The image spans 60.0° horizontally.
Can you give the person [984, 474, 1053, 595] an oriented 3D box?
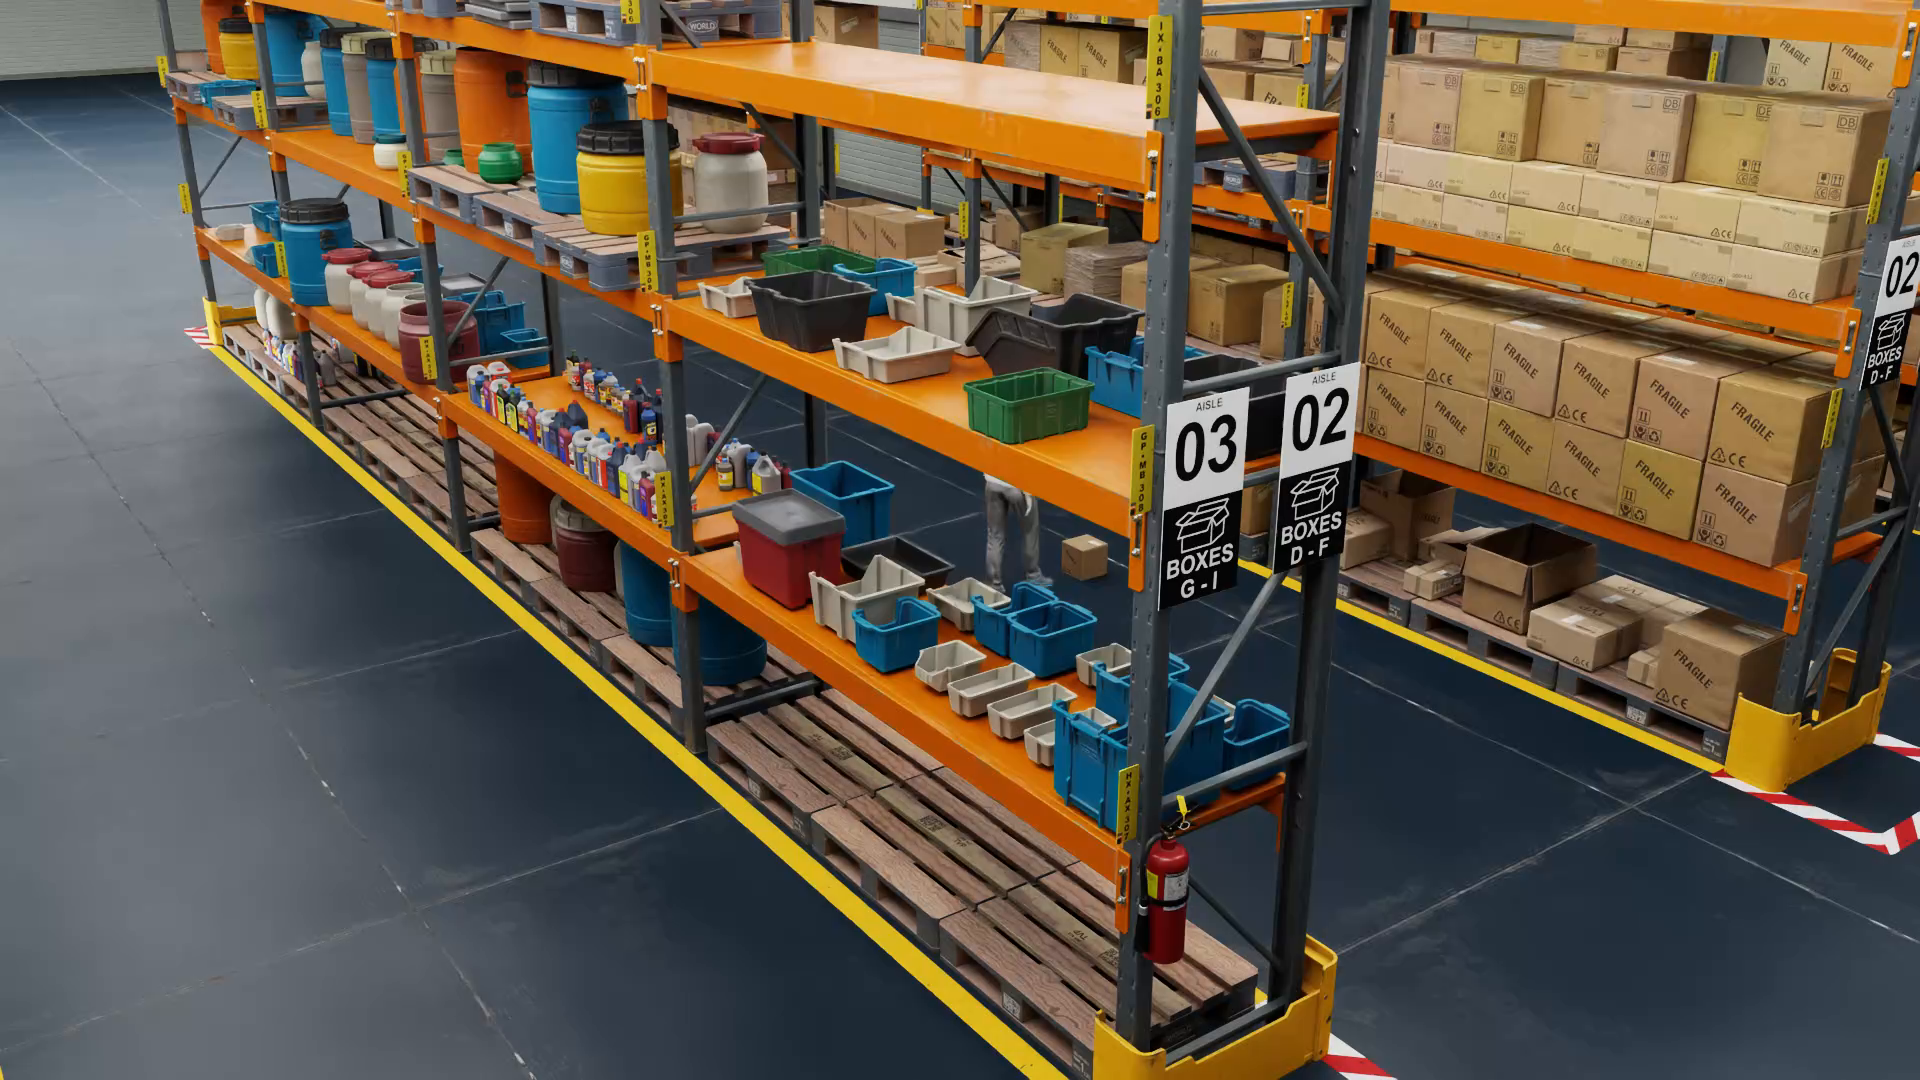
[{"bbox_3d":[0.396,-0.384,12.046,0.496,1.680,0.656,12,24,28],"label":"person"}]
